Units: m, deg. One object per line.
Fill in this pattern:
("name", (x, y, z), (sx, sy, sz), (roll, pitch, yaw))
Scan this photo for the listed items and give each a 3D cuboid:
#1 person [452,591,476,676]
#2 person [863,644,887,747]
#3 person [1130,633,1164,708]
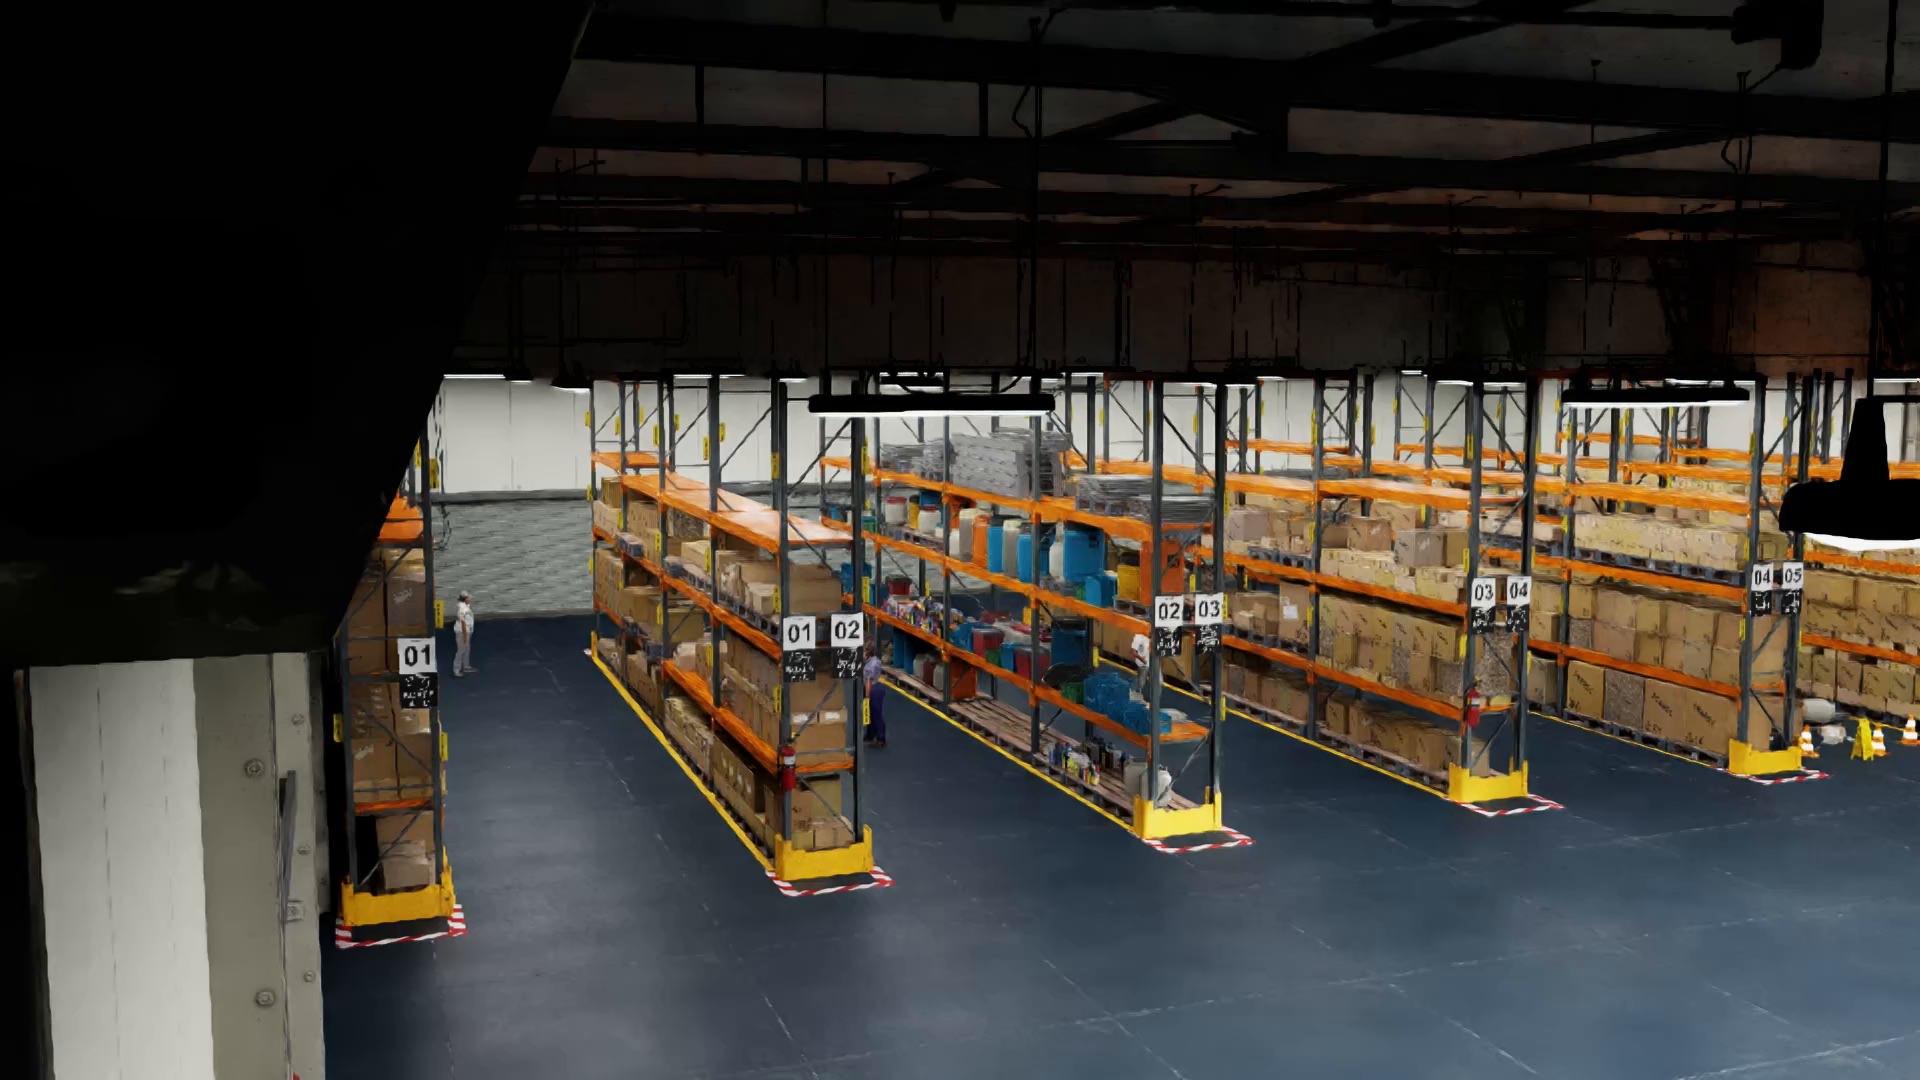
("person", (-9.844, 1.832, 32.963), (0.497, 1.658, 0.682), (-3, 7, -23))
("person", (-1.447, 2.496, 26.978), (0.549, 1.644, 0.597), (1, 6, 8))
("person", (3.354, 2.196, 29.475), (0.738, 1.702, 0.830), (-2, 7, -15))
